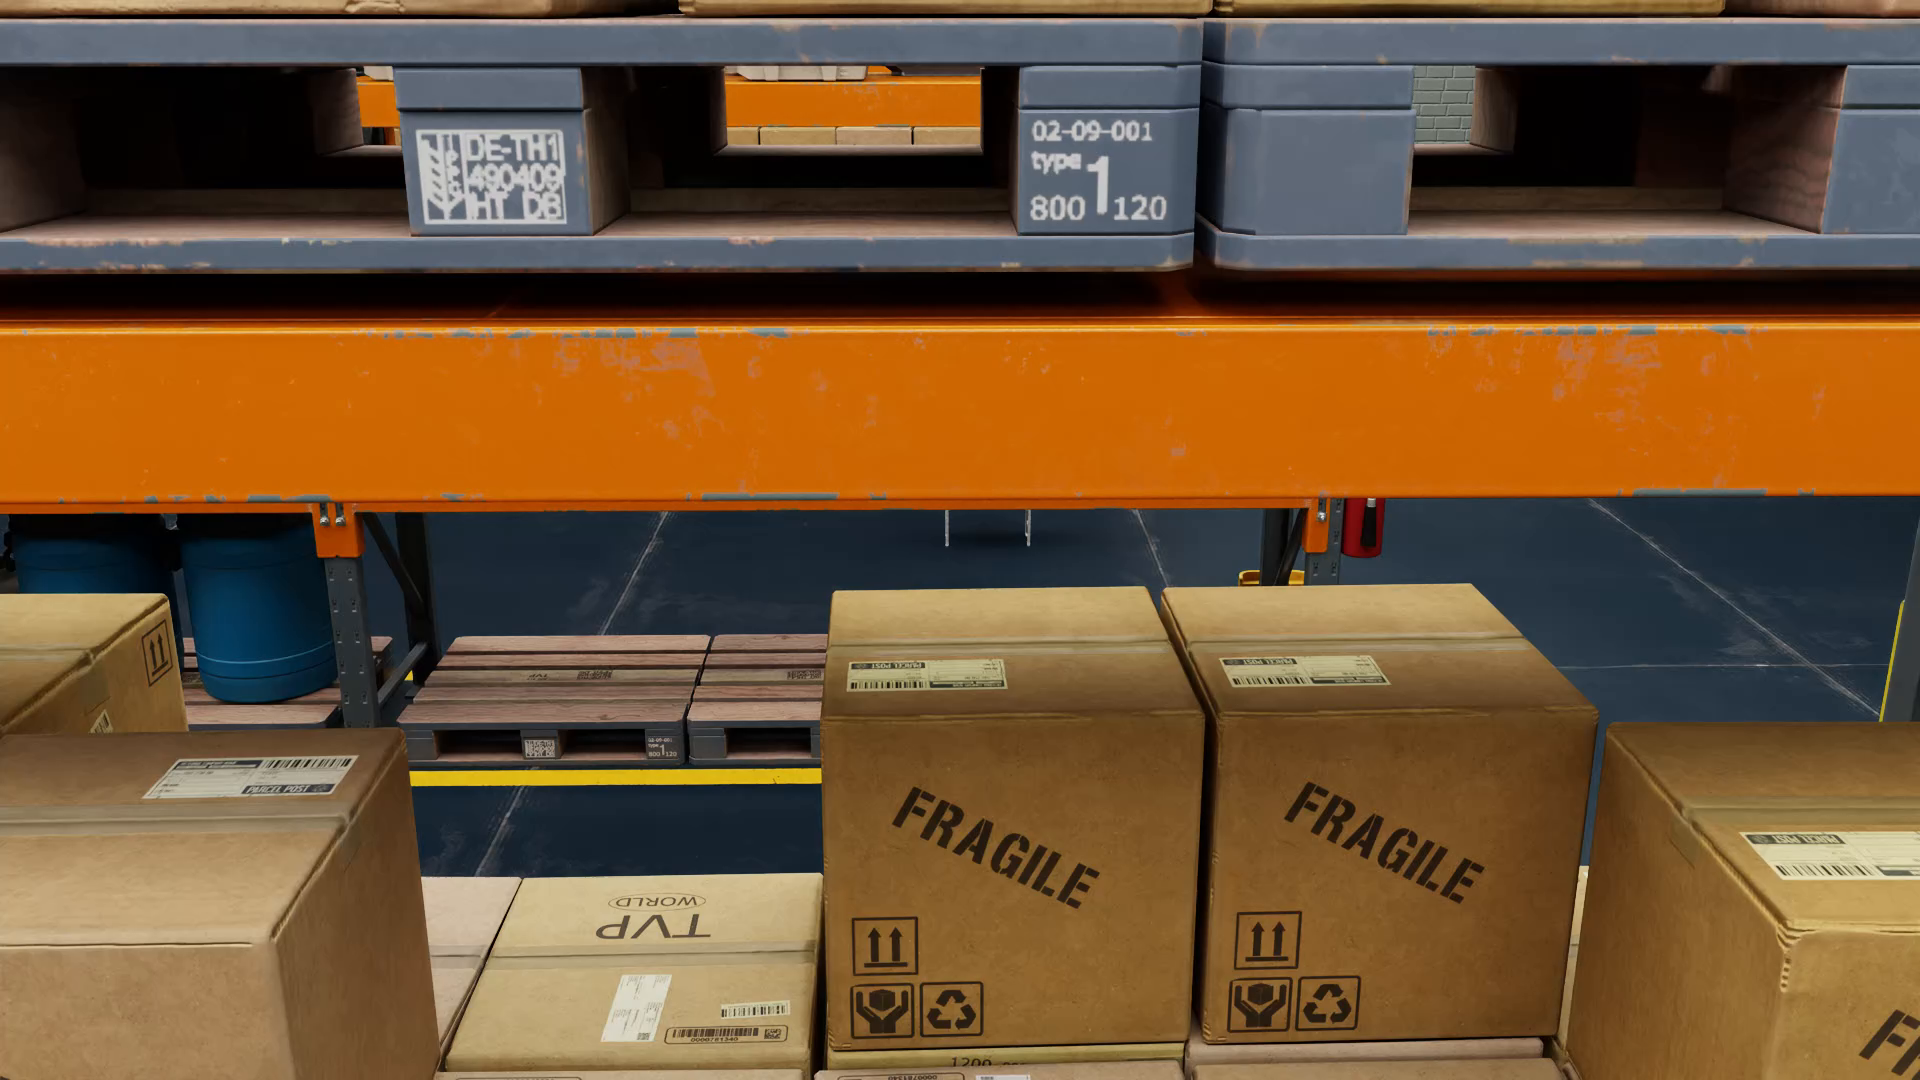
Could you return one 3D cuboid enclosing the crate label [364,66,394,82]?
[{"bbox_3d":[-2.023,-1.821,6.335,0.466,0.136,0.293,0,18,-1],"label":"crate label"}]

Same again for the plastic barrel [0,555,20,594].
[{"bbox_3d":[-4.335,0.357,7.410,0.421,0.512,0.421,0,18,0],"label":"plastic barrel"}]

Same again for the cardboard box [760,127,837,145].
[{"bbox_3d":[-1.086,-2.562,11.323,0.500,0.500,0.500,-1,18,-2],"label":"cardboard box"}]

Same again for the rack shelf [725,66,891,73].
[{"bbox_3d":[-0.592,-3.212,11.418,4.000,0.370,1.077,0,18,-1],"label":"rack shelf"}]

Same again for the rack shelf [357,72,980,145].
[{"bbox_3d":[-0.517,-1.700,6.702,4.000,0.370,1.077,0,18,-1],"label":"rack shelf"}]

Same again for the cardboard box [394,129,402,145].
[{"bbox_3d":[-5.163,-3.735,16.098,0.500,0.500,0.500,0,18,-1],"label":"cardboard box"}]

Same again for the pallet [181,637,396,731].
[{"bbox_3d":[-3.289,0.715,7.474,1.213,0.211,1.003,0,18,-1],"label":"pallet"}]

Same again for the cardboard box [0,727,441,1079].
[{"bbox_3d":[-0.943,0.553,1.944,0.500,0.500,0.500,-1,18,-3],"label":"cardboard box"}]

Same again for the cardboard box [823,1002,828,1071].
[{"bbox_3d":[-0.337,0.918,2.688,0.250,0.149,0.380,-1,18,-2],"label":"cardboard box"}]

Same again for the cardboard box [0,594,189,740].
[{"bbox_3d":[-1.482,0.396,2.433,0.500,0.500,0.500,0,18,0],"label":"cardboard box"}]

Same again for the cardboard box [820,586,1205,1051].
[{"bbox_3d":[0.059,0.389,2.457,0.500,0.500,0.500,-1,18,-2],"label":"cardboard box"}]

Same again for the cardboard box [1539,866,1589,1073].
[{"bbox_3d":[1.077,0.739,2.592,0.500,0.250,0.500,-1,18,-2],"label":"cardboard box"}]

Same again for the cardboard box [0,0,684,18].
[{"bbox_3d":[-0.594,-0.797,1.697,0.500,0.500,0.700,1,18,2],"label":"cardboard box"}]

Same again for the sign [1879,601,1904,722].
[{"bbox_3d":[1.558,0.270,2.749,0.005,0.325,0.100,0,18,-1],"label":"sign"}]

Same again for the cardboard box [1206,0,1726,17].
[{"bbox_3d":[0.477,-0.849,1.859,0.500,0.500,0.700,-1,18,-3],"label":"cardboard box"}]

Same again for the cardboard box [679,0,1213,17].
[{"bbox_3d":[-0.039,-0.832,1.806,0.500,0.500,0.700,-1,18,-5],"label":"cardboard box"}]

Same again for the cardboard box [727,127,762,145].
[{"bbox_3d":[-1.600,-2.560,11.316,0.500,0.500,0.500,-1,18,-3],"label":"cardboard box"}]

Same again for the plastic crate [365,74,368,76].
[{"bbox_3d":[-2.098,-2.026,6.889,0.662,0.188,0.450,0,18,-1],"label":"plastic crate"}]

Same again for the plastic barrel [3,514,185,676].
[{"bbox_3d":[-3.769,0.196,7.274,0.708,0.901,0.600,0,18,-1],"label":"plastic barrel"}]

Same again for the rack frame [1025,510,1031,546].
[{"bbox_3d":[0.409,-0.573,9.870,0.015,1.200,0.240,0,18,-1],"label":"rack frame"}]

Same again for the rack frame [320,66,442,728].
[{"bbox_3d":[-2.517,-0.604,7.020,0.127,3.000,1.000,0,18,-1],"label":"rack frame"}]

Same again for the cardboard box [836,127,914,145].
[{"bbox_3d":[-0.569,-2.565,11.332,0.500,0.500,0.500,0,18,1],"label":"cardboard box"}]

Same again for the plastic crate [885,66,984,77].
[{"bbox_3d":[-0.049,-2.099,6.871,0.767,0.338,0.504,0,18,-1],"label":"plastic crate"}]

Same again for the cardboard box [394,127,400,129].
[{"bbox_3d":[-5.177,-4.096,15.996,0.500,0.250,0.500,0,18,0],"label":"cardboard box"}]

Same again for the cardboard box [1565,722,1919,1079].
[{"bbox_3d":[1.078,0.545,1.970,0.500,0.500,0.500,0,18,0],"label":"cardboard box"}]

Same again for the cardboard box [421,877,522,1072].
[{"bbox_3d":[-0.974,0.750,2.557,0.500,0.250,0.500,0,18,0],"label":"cardboard box"}]

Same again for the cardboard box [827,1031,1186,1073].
[{"bbox_3d":[0.055,0.745,2.574,0.500,0.250,0.500,-1,18,-3],"label":"cardboard box"}]

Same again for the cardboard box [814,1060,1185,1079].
[{"bbox_3d":[0.064,0.907,2.067,0.500,0.250,0.500,-1,18,-3],"label":"cardboard box"}]

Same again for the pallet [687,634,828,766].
[{"bbox_3d":[-0.559,0.701,7.515,1.213,0.211,1.003,0,18,-1],"label":"pallet"}]

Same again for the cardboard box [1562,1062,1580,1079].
[{"bbox_3d":[1.081,0.902,2.082,0.500,0.250,0.500,-1,18,-2],"label":"cardboard box"}]

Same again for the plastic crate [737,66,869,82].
[{"bbox_3d":[-0.579,-1.840,6.395,0.530,0.136,0.437,0,18,-1],"label":"plastic crate"}]

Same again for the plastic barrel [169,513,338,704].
[{"bbox_3d":[-3.061,0.192,7.285,0.708,0.901,0.600,0,18,-1],"label":"plastic barrel"}]

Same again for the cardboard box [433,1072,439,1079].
[{"bbox_3d":[-0.949,0.911,2.056,0.500,0.250,0.500,0,18,1],"label":"cardboard box"}]

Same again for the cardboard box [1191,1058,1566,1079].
[{"bbox_3d":[0.573,0.905,2.075,0.500,0.250,0.500,-1,18,-2],"label":"cardboard box"}]

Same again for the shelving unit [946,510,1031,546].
[{"bbox_3d":[0.166,-0.572,9.867,0.503,1.200,0.258,0,18,-1],"label":"shelving unit"}]

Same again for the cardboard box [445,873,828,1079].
[{"bbox_3d":[-0.467,0.749,2.561,0.500,0.250,0.500,-1,18,-2],"label":"cardboard box"}]

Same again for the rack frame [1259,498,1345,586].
[{"bbox_3d":[1.483,-0.623,7.080,0.127,3.000,1.000,0,18,-1],"label":"rack frame"}]

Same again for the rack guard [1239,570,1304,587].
[{"bbox_3d":[1.507,0.563,7.475,0.348,0.500,1.175,0,18,-1],"label":"rack guard"}]

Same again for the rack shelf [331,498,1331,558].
[{"bbox_3d":[-0.517,-0.271,7.160,4.000,0.370,1.077,0,18,-1],"label":"rack shelf"}]

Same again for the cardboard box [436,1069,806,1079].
[{"bbox_3d":[-0.456,0.911,2.056,0.500,0.250,0.500,0,18,-1],"label":"cardboard box"}]

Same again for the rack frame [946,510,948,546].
[{"bbox_3d":[-0.078,-0.571,9.863,0.015,1.200,0.240,0,18,-1],"label":"rack frame"}]

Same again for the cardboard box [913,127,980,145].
[{"bbox_3d":[-0.056,-2.567,11.339,0.500,0.500,0.500,0,18,1],"label":"cardboard box"}]

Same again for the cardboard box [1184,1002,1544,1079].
[{"bbox_3d":[0.557,0.743,2.578,0.500,0.250,0.500,0,18,-2],"label":"cardboard box"}]

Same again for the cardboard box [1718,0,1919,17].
[{"bbox_3d":[1.042,-0.815,1.753,0.500,0.500,0.700,-1,18,-4],"label":"cardboard box"}]

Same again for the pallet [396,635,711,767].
[{"bbox_3d":[-1.782,0.708,7.494,1.213,0.211,1.003,0,18,-1],"label":"pallet"}]

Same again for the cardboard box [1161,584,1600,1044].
[{"bbox_3d":[0.577,0.384,2.470,0.500,0.500,0.500,-1,18,-2],"label":"cardboard box"}]

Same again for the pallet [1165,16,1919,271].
[{"bbox_3d":[0.819,-0.490,1.899,1.213,0.211,1.003,0,18,-1],"label":"pallet"}]

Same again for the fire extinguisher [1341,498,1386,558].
[{"bbox_3d":[1.641,-0.271,6.719,0.183,0.674,0.296,0,18,-1],"label":"fire extinguisher"}]

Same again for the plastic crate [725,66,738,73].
[{"bbox_3d":[-0.738,-2.079,6.901,0.530,0.282,0.437,0,18,-1],"label":"plastic crate"}]

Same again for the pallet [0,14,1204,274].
[{"bbox_3d":[-0.404,-0.483,1.878,1.213,0.211,1.003,0,18,-1],"label":"pallet"}]

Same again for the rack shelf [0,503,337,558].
[{"bbox_3d":[-4.517,-0.252,7.100,4.000,0.370,1.077,0,18,-1],"label":"rack shelf"}]
